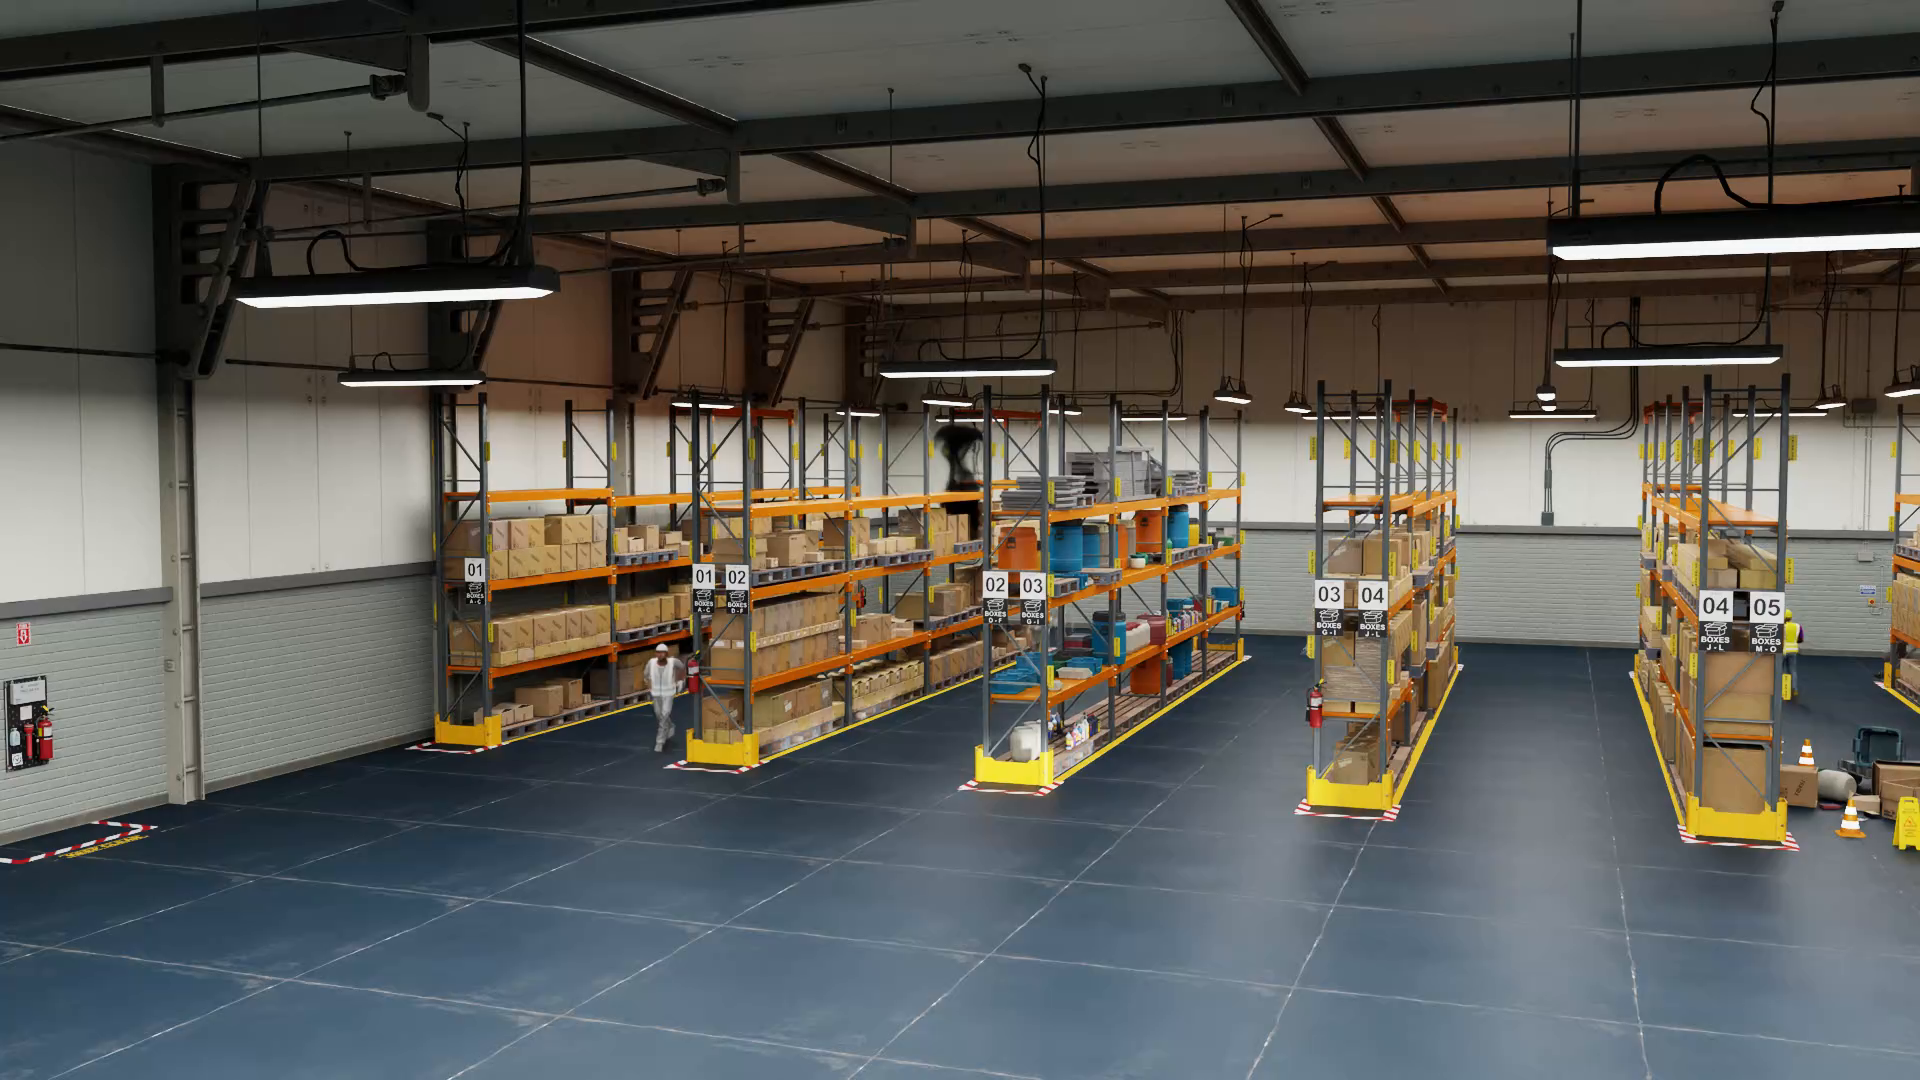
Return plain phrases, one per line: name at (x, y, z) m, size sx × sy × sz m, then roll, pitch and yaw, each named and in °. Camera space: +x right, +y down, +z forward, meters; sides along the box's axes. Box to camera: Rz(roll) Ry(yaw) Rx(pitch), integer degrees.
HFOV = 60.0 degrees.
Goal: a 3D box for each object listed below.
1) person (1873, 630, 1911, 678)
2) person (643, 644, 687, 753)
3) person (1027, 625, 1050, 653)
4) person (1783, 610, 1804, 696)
person at (20.468, 2.219, 36.301) m, size 0.926 × 1.680 × 0.723 m, roll 2°, pitch 4°, yaw 33°
person at (-4.996, 2.634, 28.107) m, size 0.694 × 1.796 × 1.029 m, roll 0°, pitch 3°, yaw 8°
person at (1.746, 2.294, 36.936) m, size 0.532 × 1.537 × 0.712 m, roll 1°, pitch 3°, yaw 14°
person at (16.806, 2.326, 33.780) m, size 0.630 × 1.811 × 0.827 m, roll 1°, pitch 3°, yaw 10°
